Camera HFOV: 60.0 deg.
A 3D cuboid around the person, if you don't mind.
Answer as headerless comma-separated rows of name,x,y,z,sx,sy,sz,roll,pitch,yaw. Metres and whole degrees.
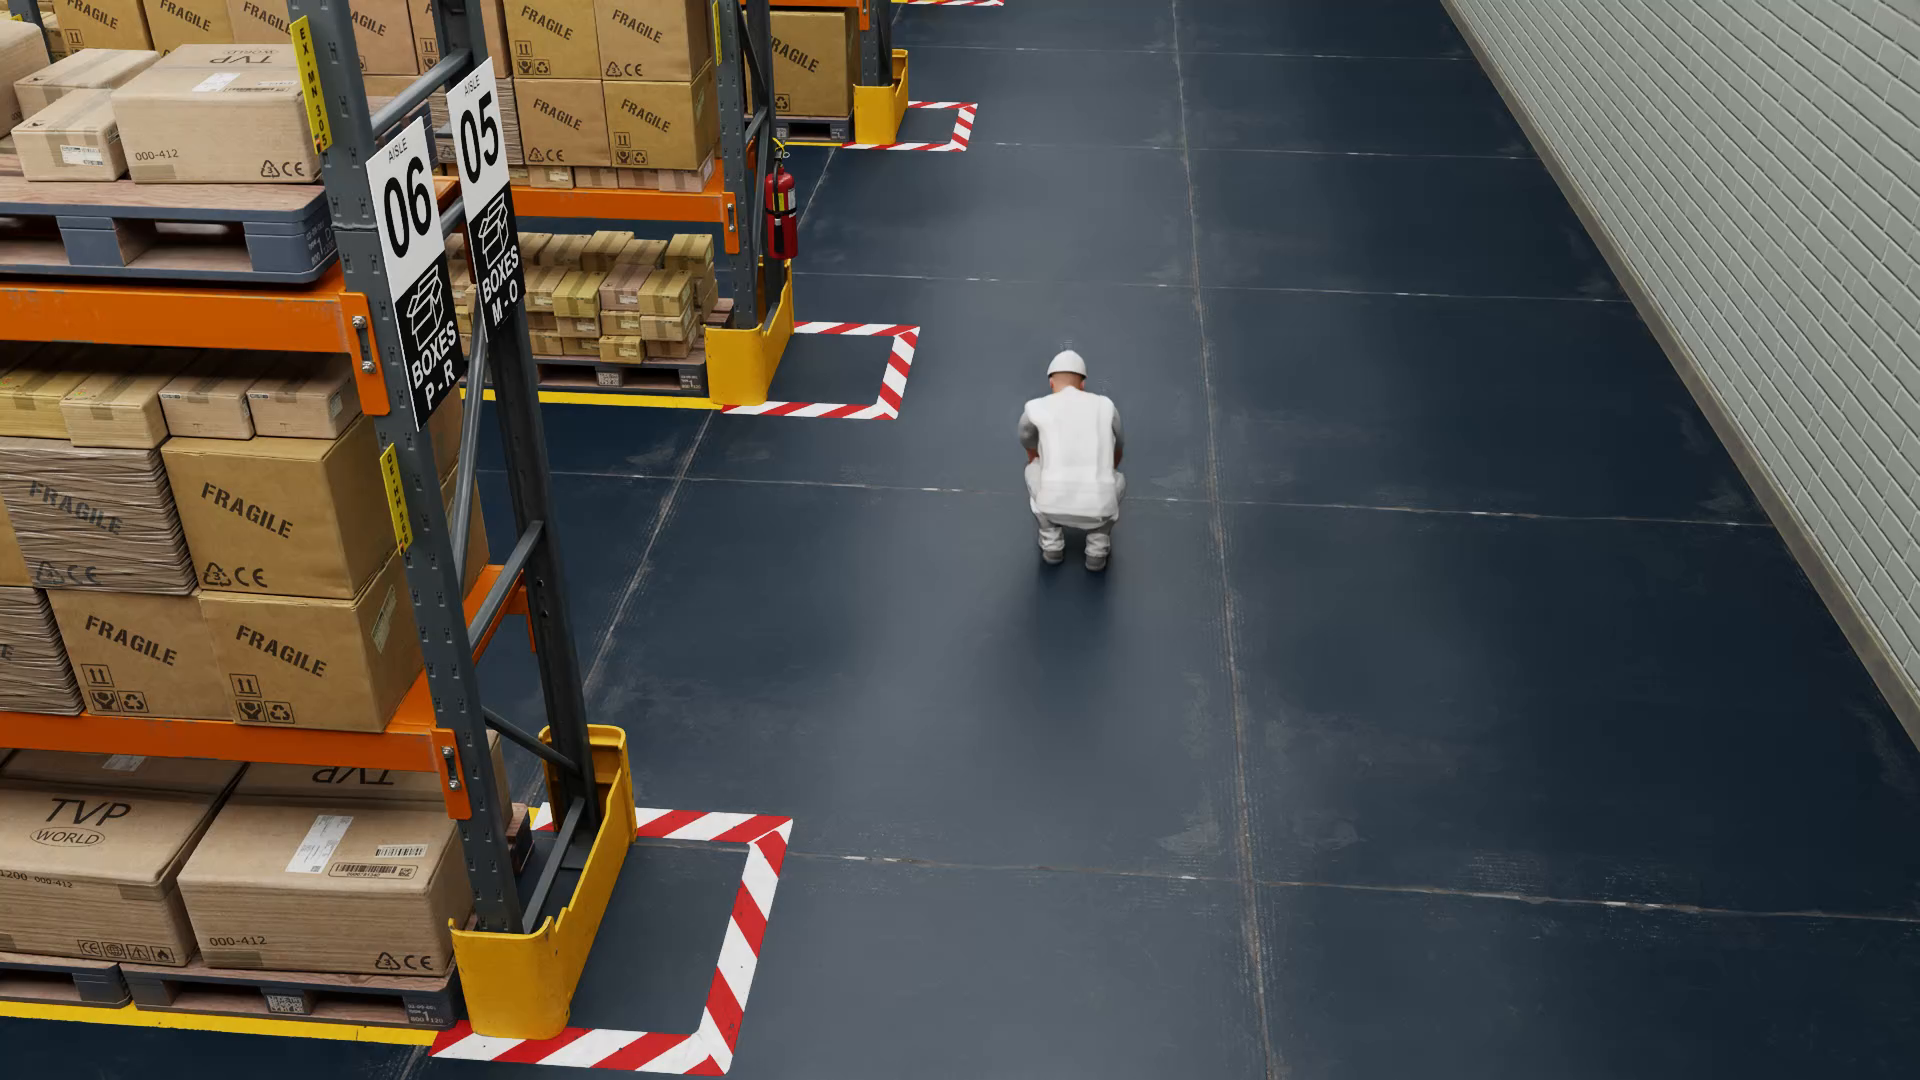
person,0.575,-0.401,8.528,0.568,0.993,0.868,3,32,4
